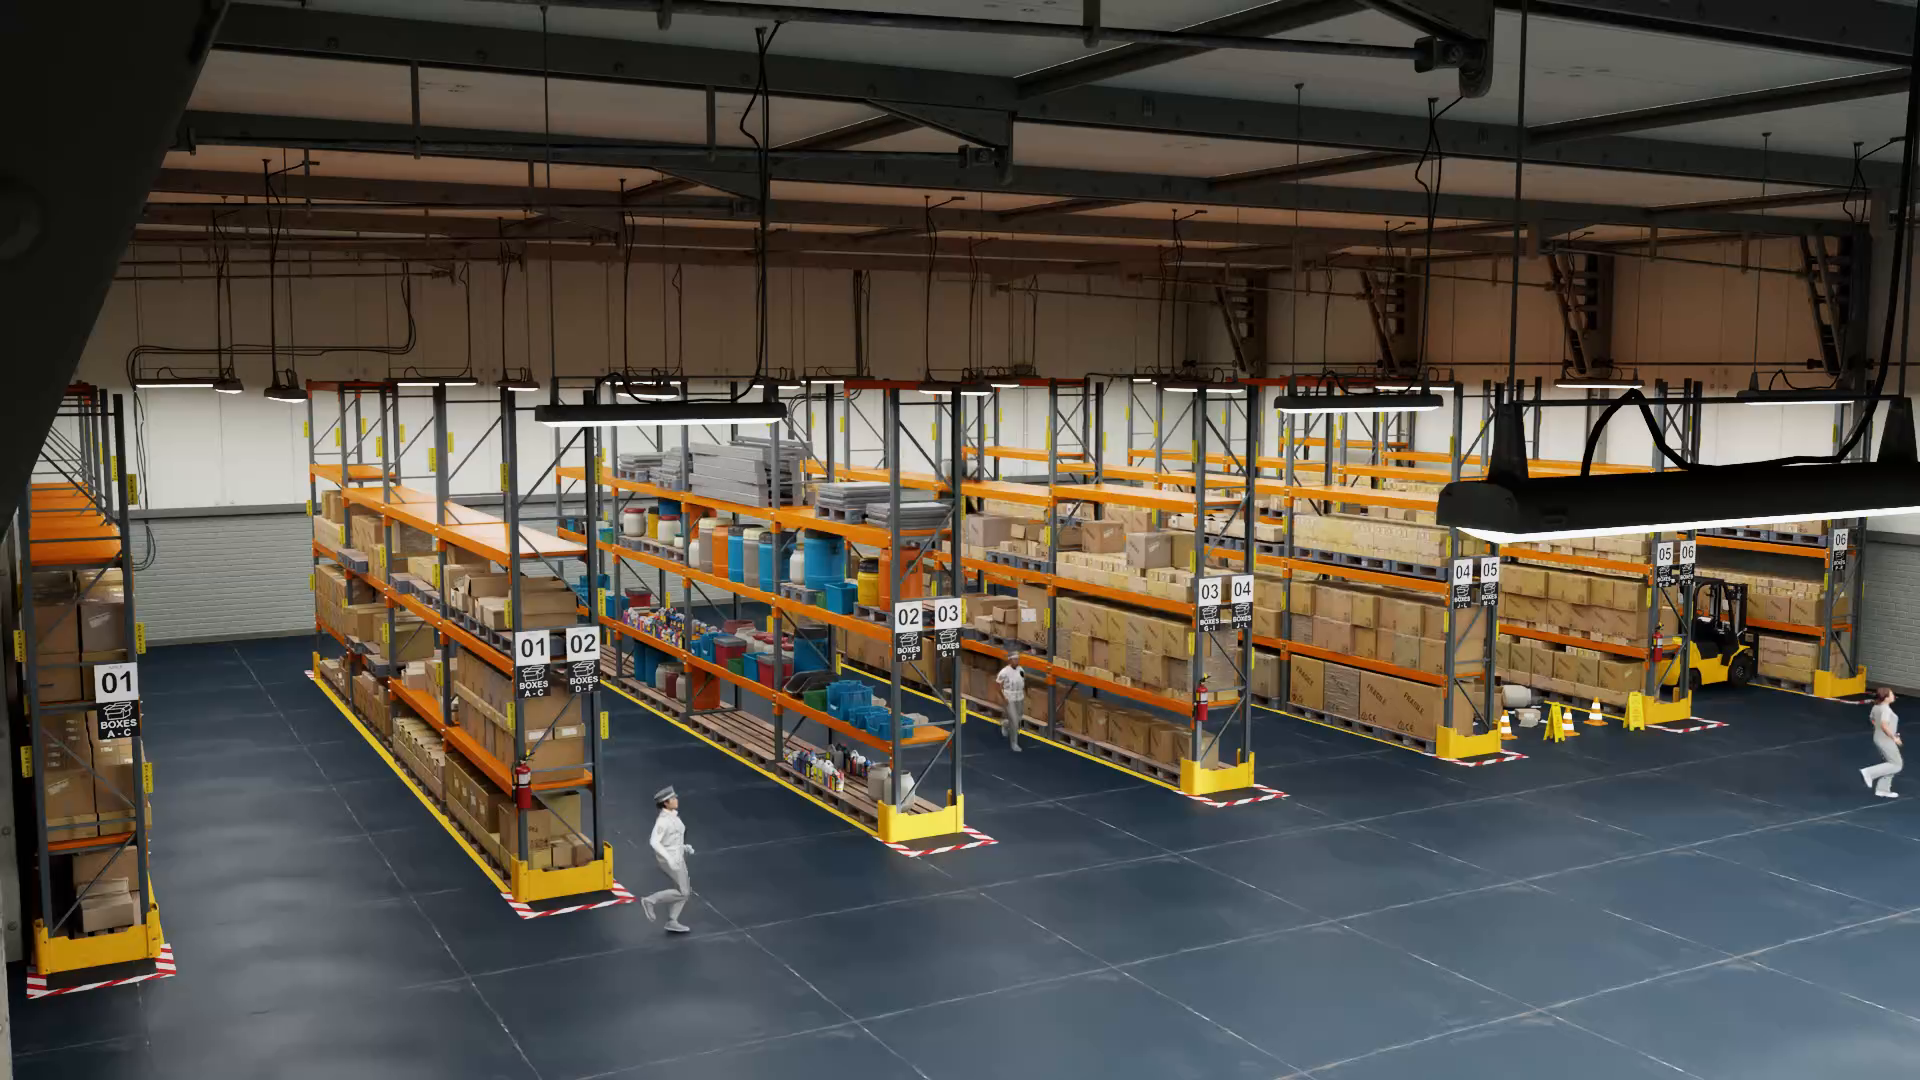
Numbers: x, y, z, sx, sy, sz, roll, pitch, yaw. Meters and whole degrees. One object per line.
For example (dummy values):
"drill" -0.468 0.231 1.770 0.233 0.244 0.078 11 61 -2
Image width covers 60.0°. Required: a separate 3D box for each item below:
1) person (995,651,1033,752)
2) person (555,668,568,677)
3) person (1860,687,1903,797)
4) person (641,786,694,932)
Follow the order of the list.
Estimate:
"person" 0.817 2.612 27.361 0.557 1.656 0.697 -4 7 -32
"person" -7.100 2.348 29.287 0.649 1.740 0.601 -5 8 -40
"person" 13.455 2.949 24.287 0.573 1.626 0.565 1 6 8
"person" -3.266 3.553 18.547 0.558 1.657 0.628 0 6 1
